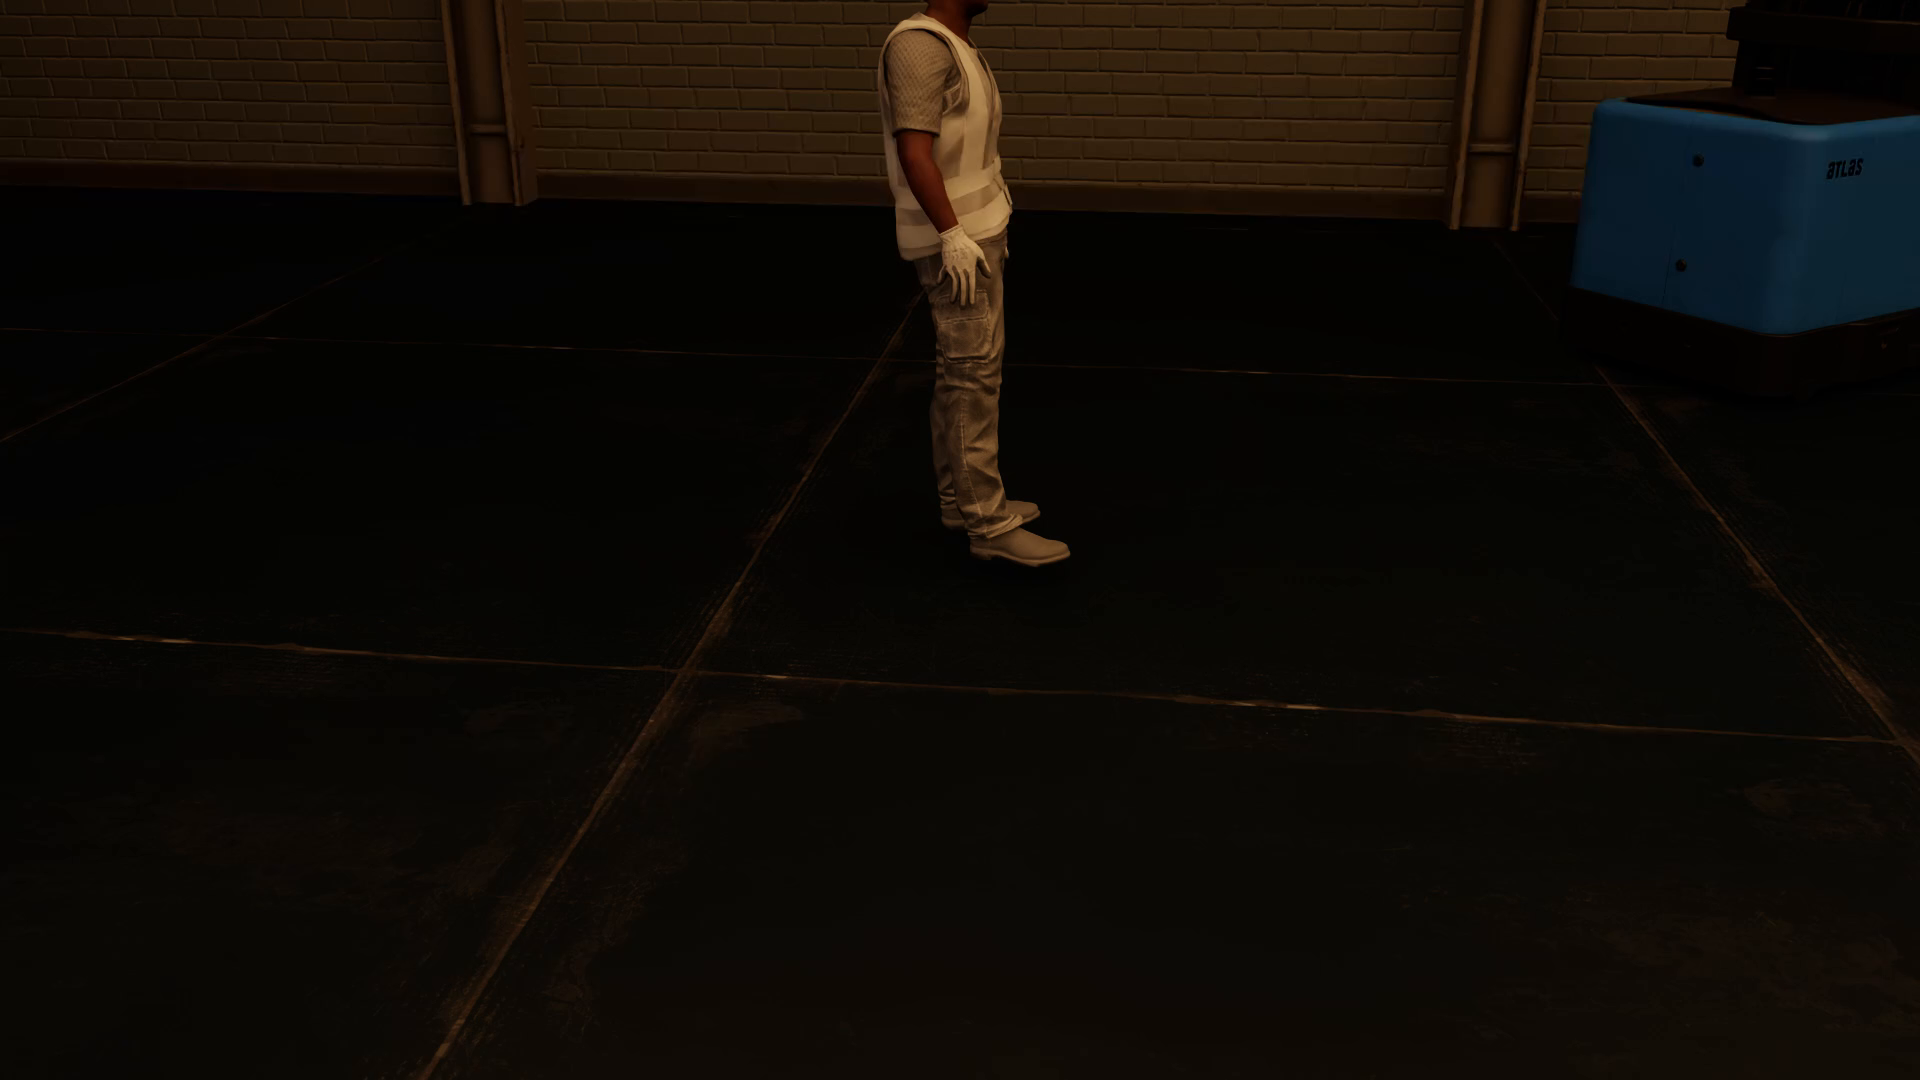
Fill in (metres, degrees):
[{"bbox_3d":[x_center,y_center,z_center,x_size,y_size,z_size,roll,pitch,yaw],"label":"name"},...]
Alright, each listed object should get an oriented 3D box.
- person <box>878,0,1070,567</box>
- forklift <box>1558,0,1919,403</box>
[{"bbox_3d":[0.070,-0.864,4.809,0.577,1.781,0.656,3,22,7],"label":"person"},{"bbox_3d":[4.088,-2.280,6.916,3.031,2.935,1.130,-13,25,-28],"label":"forklift"}]
